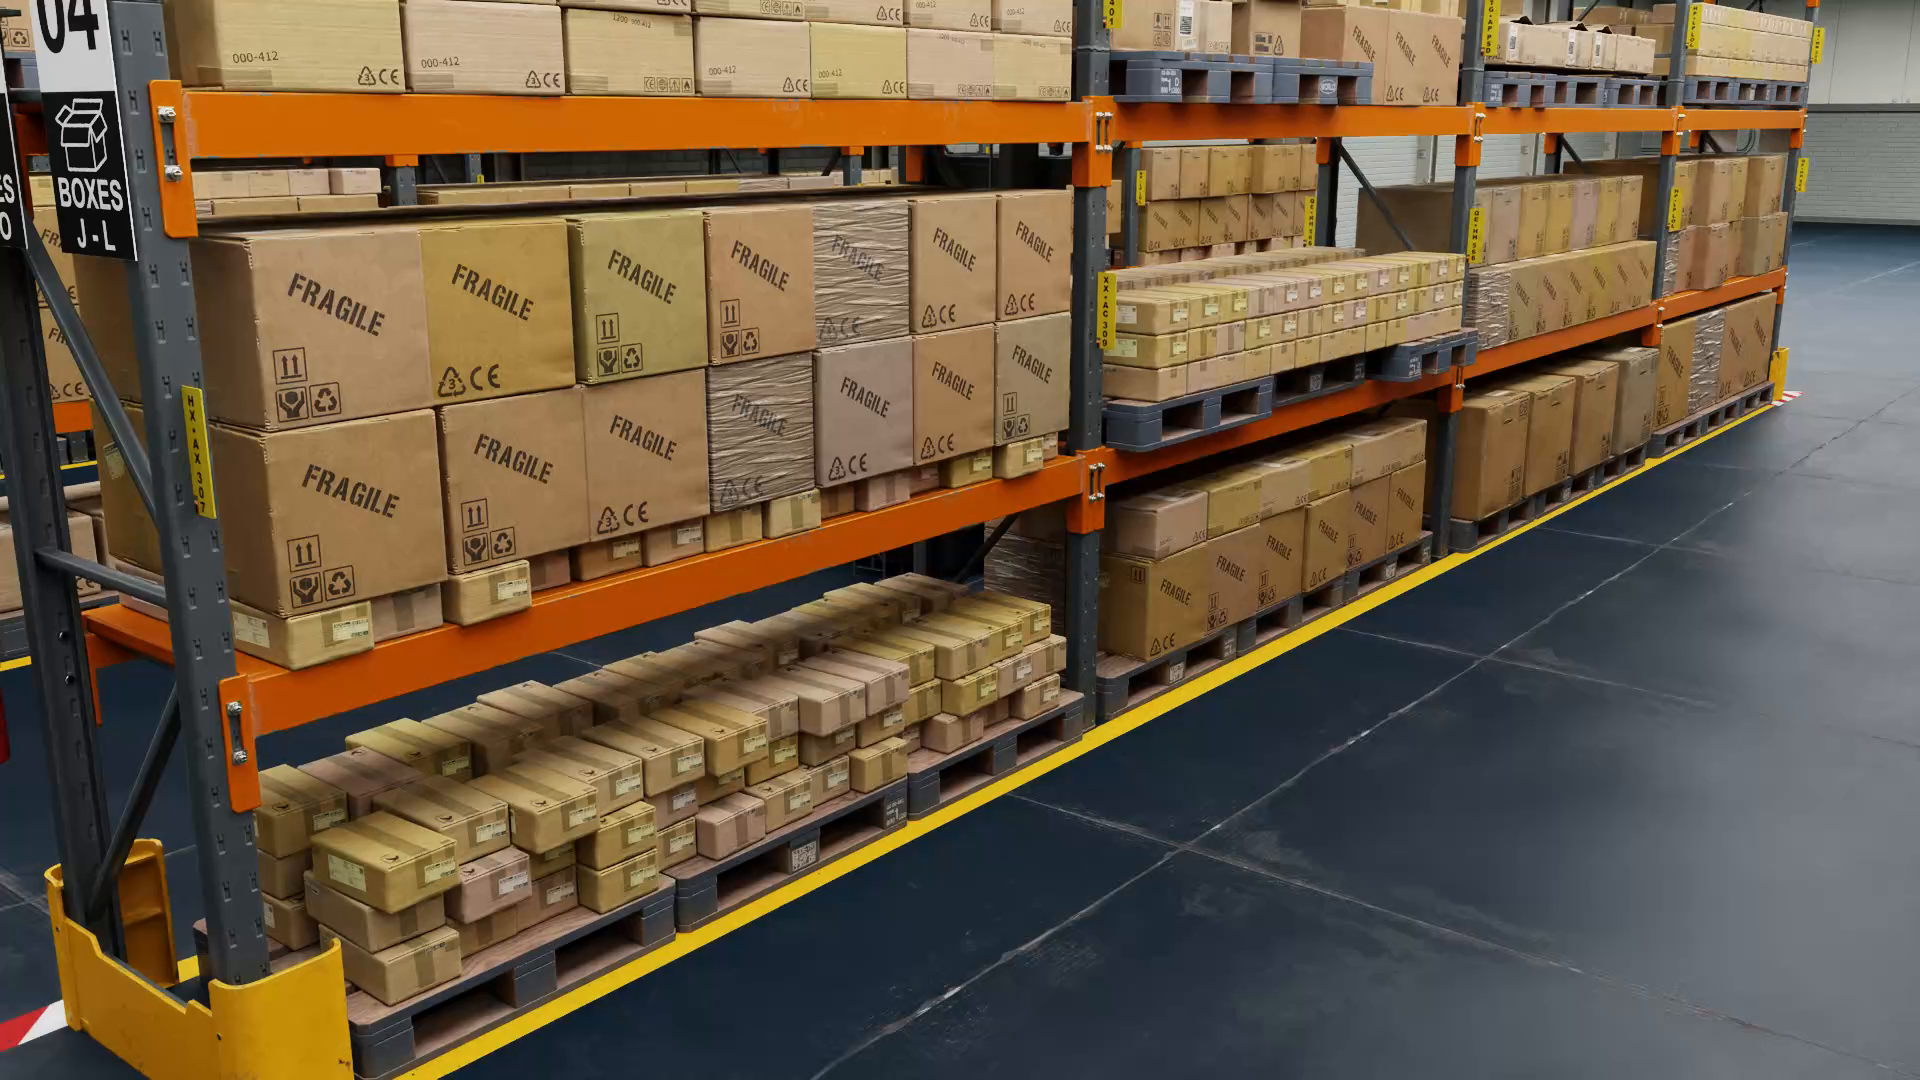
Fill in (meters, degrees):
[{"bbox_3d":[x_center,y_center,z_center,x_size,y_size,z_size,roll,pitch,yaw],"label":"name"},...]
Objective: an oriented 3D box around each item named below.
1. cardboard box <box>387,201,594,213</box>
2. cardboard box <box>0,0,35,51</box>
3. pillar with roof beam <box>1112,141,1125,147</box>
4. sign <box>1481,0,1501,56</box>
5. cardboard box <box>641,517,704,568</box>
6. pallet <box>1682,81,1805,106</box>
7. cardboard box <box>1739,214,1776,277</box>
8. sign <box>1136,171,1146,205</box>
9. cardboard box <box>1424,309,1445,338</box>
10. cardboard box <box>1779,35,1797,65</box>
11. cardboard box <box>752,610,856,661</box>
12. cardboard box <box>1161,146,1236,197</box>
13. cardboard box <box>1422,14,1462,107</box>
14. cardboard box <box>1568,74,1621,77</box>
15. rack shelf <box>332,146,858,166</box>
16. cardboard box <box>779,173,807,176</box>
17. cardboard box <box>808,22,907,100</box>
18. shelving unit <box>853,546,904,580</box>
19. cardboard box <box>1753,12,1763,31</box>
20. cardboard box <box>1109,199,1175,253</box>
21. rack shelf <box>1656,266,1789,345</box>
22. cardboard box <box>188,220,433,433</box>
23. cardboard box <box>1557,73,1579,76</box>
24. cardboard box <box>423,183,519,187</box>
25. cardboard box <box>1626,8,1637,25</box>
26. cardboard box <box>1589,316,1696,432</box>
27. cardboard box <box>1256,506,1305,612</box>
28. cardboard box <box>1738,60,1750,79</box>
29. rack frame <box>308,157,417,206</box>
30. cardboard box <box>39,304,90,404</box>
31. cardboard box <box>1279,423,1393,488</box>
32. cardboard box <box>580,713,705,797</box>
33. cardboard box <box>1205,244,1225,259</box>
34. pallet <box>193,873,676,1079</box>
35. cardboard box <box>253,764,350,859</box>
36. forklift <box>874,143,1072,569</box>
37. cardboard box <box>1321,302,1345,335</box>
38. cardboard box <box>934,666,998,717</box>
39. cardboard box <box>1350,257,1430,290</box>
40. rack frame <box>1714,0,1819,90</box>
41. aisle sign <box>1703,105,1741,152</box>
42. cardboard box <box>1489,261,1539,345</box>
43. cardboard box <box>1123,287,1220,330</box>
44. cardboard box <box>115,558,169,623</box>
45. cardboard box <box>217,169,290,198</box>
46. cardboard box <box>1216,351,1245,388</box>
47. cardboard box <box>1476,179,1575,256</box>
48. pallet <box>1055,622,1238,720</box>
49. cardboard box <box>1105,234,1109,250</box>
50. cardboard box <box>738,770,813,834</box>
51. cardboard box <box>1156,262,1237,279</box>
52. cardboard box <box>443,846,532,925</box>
[{"bbox_3d":[-1.581,-0.883,5.669,0.500,0.500,0.500,12,19,40],"label":"cardboard box"},{"bbox_3d":[-4.844,-2.746,8.487,0.500,0.500,0.500,12,18,38],"label":"cardboard box"},{"bbox_3d":[5.946,-7.857,23.773,9.100,9.000,0.400,11,18,38],"label":"pillar with roof beam"},{"bbox_3d":[3.135,-3.034,9.831,0.100,0.325,0.005,11,18,38],"label":"sign"},{"bbox_3d":[-1.094,-0.032,5.665,0.380,0.149,0.250,11,18,36],"label":"cardboard box"},{"bbox_3d":[7.284,-4.213,15.703,1.003,0.211,1.213,11,18,38],"label":"pallet"},{"bbox_3d":[7.216,-2.832,15.873,0.875,0.550,0.550,11,18,38],"label":"cardboard box"},{"bbox_3d":[1.749,-3.402,16.073,0.100,0.325,0.005,11,18,38],"label":"sign"},{"bbox_3d":[2.604,-1.283,9.737,0.380,0.149,0.250,11,18,37],"label":"cardboard box"},{"bbox_3d":[7.337,-4.491,15.260,0.500,0.250,0.500,11,18,38],"label":"cardboard box"},{"bbox_3d":[-0.664,0.429,7.070,0.380,0.149,0.250,11,18,36],"label":"cardboard box"},{"bbox_3d":[2.434,-3.841,17.312,0.700,0.500,0.500,11,18,36],"label":"cardboard box"},{"bbox_3d":[2.553,-2.767,9.629,0.500,0.500,0.500,11,18,38],"label":"cardboard box"},{"bbox_3d":[5.209,-3.883,13.679,0.380,0.149,0.250,11,18,37],"label":"cardboard box"},{"bbox_3d":[-2.456,-2.883,11.747,1.077,0.370,4.000,11,18,38],"label":"rack shelf"},{"bbox_3d":[-2.037,-4.283,19.765,0.380,0.149,0.250,12,18,38],"label":"cardboard box"},{"bbox_3d":[-0.540,-1.702,5.943,0.500,0.250,0.500,11,18,37],"label":"cardboard box"},{"bbox_3d":[-0.503,-0.223,10.174,0.258,0.900,0.210,8,16,30],"label":"shelving unit"},{"bbox_3d":[6.678,-4.459,14.325,0.380,0.149,0.250,11,18,37],"label":"cardboard box"},{"bbox_3d":[1.808,-3.160,16.664,0.500,0.500,0.500,11,18,37],"label":"cardboard box"},{"bbox_3d":[6.485,-2.214,15.208,1.077,0.370,4.000,11,18,38],"label":"rack shelf"},{"bbox_3d":[-1.825,-0.604,4.570,0.500,0.500,0.500,11,18,37],"label":"cardboard box"},{"bbox_3d":[4.655,-3.744,12.892,0.258,0.266,0.396,11,18,37],"label":"cardboard box"},{"bbox_3d":[-3.309,-2.152,11.269,0.500,0.500,0.500,12,18,39],"label":"cardboard box"},{"bbox_3d":[5.369,-4.318,13.771,0.380,0.149,0.250,11,18,37],"label":"cardboard box"},{"bbox_3d":[5.678,-1.463,14.253,0.875,0.875,0.875,12,18,38],"label":"cardboard box"},{"bbox_3d":[1.521,0.056,9.035,0.500,0.500,0.500,12,18,38],"label":"cardboard box"},{"bbox_3d":[6.520,-4.025,14.238,0.380,0.149,0.250,11,18,38],"label":"cardboard box"},{"bbox_3d":[-3.713,-1.394,10.520,1.000,3.000,0.127,11,18,38],"label":"rack frame"},{"bbox_3d":[-4.771,-1.019,8.838,0.500,0.500,0.500,12,19,39],"label":"cardboard box"},{"bbox_3d":[2.179,-0.499,9.697,0.500,0.250,0.500,12,18,38],"label":"cardboard box"},{"bbox_3d":[-1.109,0.749,5.813,0.380,0.149,0.250,12,19,40],"label":"cardboard box"},{"bbox_3d":[2.573,-3.059,17.582,0.380,0.149,0.250,11,18,38],"label":"cardboard box"},{"bbox_3d":[-1.728,1.305,5.557,1.003,0.211,1.213,11,18,38],"label":"pallet"},{"bbox_3d":[-2.178,0.868,5.345,0.380,0.149,0.250,12,18,38],"label":"cardboard box"},{"bbox_3d":[0.317,-1.553,11.282,1.130,2.935,3.031,8,16,30],"label":"forklift"},{"bbox_3d":[1.787,-1.178,8.720,0.380,0.149,0.250,11,18,36],"label":"cardboard box"},{"bbox_3d":[-0.066,0.604,6.988,0.380,0.149,0.250,10,18,36],"label":"cardboard box"},{"bbox_3d":[2.439,-1.521,9.468,0.380,0.149,0.250,12,19,39],"label":"cardboard box"},{"bbox_3d":[7.742,-5.854,15.888,1.000,3.000,0.127,11,18,38],"label":"rack frame"},{"bbox_3d":[7.553,-4.266,16.543,0.394,0.787,0.004,11,18,38],"label":"aisle sign"},{"bbox_3d":[3.524,-1.604,11.143,0.500,0.500,0.500,11,18,37],"label":"cardboard box"},{"bbox_3d":[0.976,-1.077,7.717,0.380,0.149,0.250,12,18,39],"label":"cardboard box"},{"bbox_3d":[-2.329,0.134,5.014,0.380,0.149,0.250,11,18,38],"label":"cardboard box"},{"bbox_3d":[-4.074,-2.054,9.564,0.380,0.149,0.250,11,18,38],"label":"cardboard box"},{"bbox_3d":[1.135,-0.835,7.975,0.380,0.149,0.250,11,18,38],"label":"cardboard box"},{"bbox_3d":[3.963,-2.325,11.949,0.700,0.500,0.500,11,18,37],"label":"cardboard box"},{"bbox_3d":[0.688,0.554,8.512,1.003,0.211,1.213,11,18,38],"label":"pallet"},{"bbox_3d":[1.206,-2.867,15.974,0.380,0.149,0.250,12,18,38],"label":"cardboard box"},{"bbox_3d":[-0.774,0.947,6.239,0.380,0.149,0.250,11,18,38],"label":"cardboard box"},{"bbox_3d":[1.289,-1.426,9.094,0.380,0.149,0.250,11,18,37],"label":"cardboard box"},{"bbox_3d":[-1.569,1.048,5.239,0.380,0.149,0.250,11,18,37],"label":"cardboard box"}]
